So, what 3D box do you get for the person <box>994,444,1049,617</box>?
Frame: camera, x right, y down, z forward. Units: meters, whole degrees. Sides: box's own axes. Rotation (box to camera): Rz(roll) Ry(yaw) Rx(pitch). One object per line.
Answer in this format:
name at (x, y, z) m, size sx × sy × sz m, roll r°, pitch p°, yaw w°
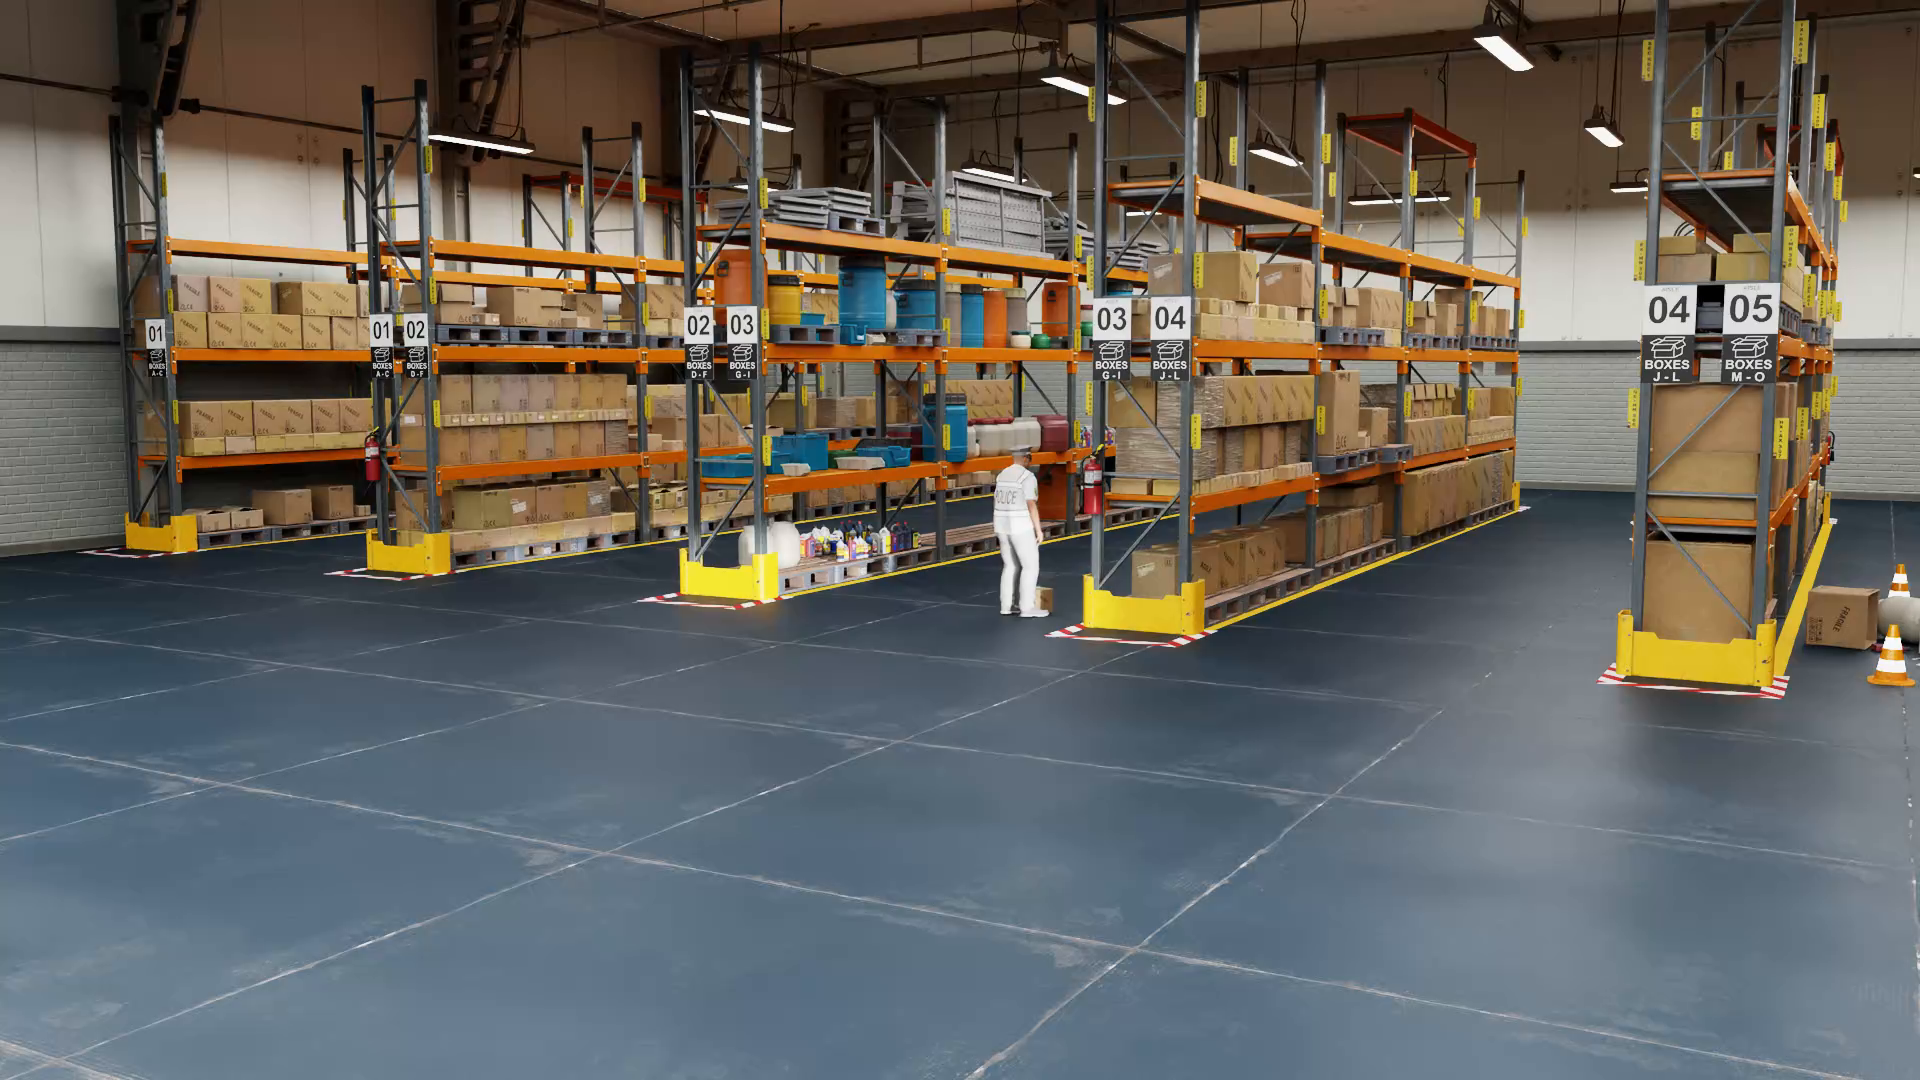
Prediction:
person at (0.586, -0.100, 17.049) m, size 0.428 × 1.751 × 0.605 m, roll -6°, pitch 8°, yaw -43°
